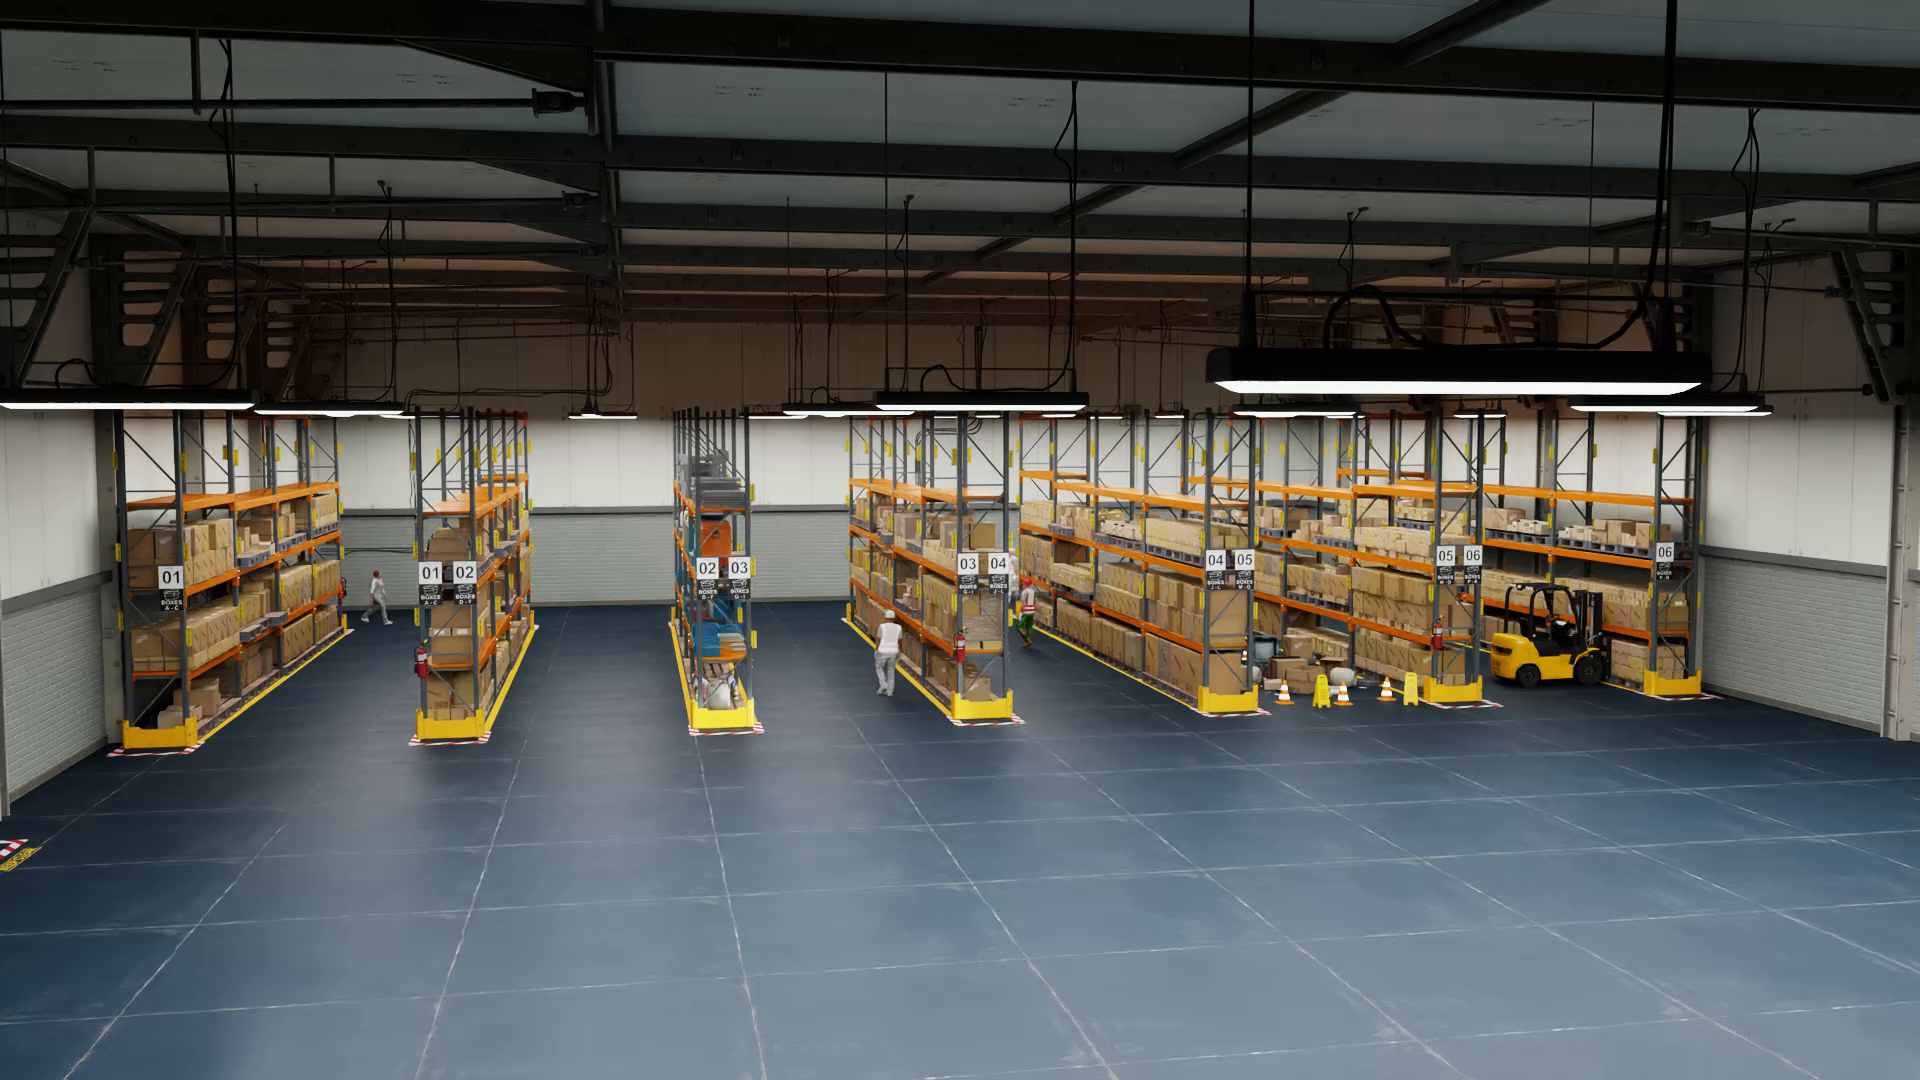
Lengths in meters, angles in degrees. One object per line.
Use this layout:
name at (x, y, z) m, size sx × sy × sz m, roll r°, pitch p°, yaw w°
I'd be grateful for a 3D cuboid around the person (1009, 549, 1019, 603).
person at (1.608, 1.100, 52.413) m, size 0.711 × 1.775 × 0.515 m, roll -2°, pitch 5°, yaw -26°

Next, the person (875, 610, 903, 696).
person at (-1.488, 2.354, 34.713) m, size 0.605 × 1.782 × 0.457 m, roll -1°, pitch 4°, yaw -13°

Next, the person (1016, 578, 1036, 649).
person at (1.717, 1.860, 41.813) m, size 0.485 × 1.791 × 0.598 m, roll 4°, pitch 6°, yaw 44°

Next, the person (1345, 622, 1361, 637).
person at (10.336, 1.804, 43.501) m, size 0.519 × 1.707 × 0.367 m, roll -3°, pitch 5°, yaw -38°

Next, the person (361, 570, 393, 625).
person at (-16.417, 1.606, 46.810) m, size 0.930 × 1.552 × 0.410 m, roll 0°, pitch 4°, yaw -3°
